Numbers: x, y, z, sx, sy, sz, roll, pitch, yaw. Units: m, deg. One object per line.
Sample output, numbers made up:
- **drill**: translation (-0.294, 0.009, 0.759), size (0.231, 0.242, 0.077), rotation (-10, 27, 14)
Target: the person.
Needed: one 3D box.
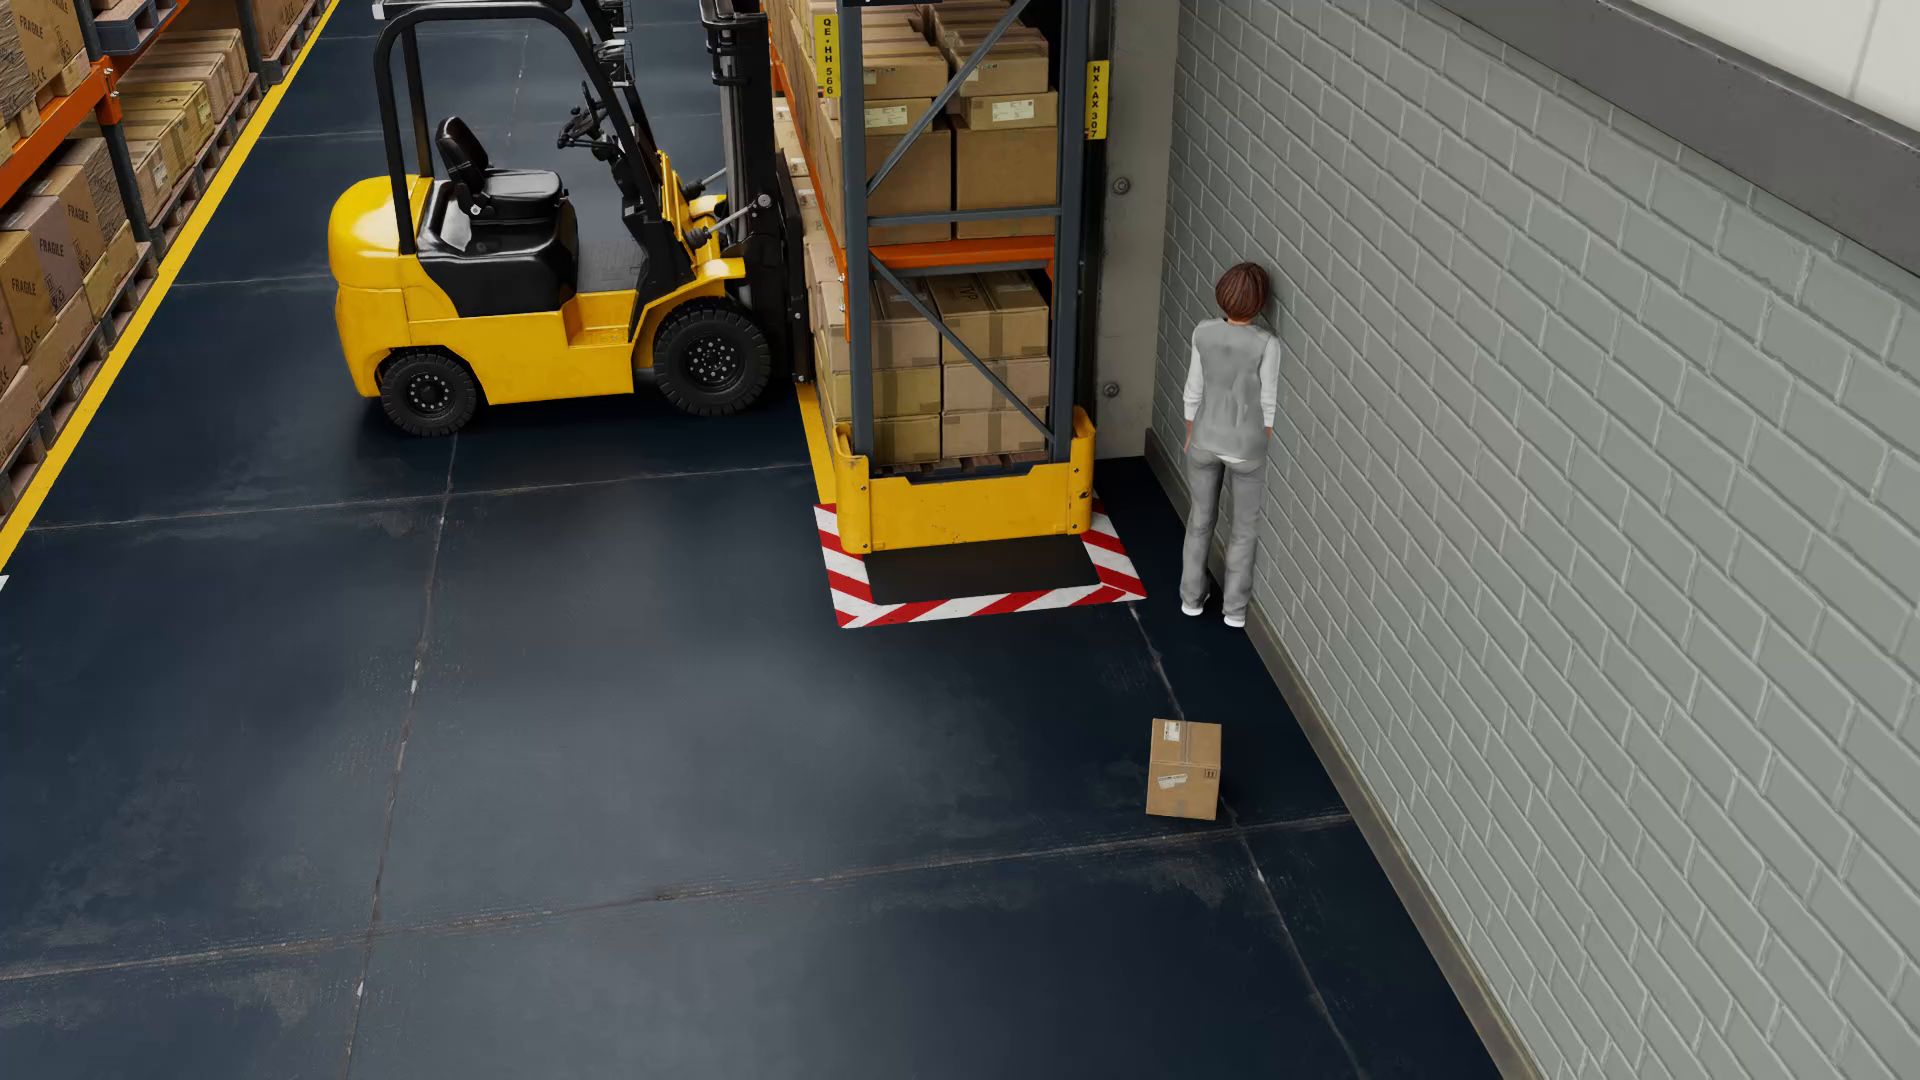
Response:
- **person**: translation (1.104, -0.377, 6.766), size (0.409, 1.609, 0.309), rotation (16, 34, 24)
